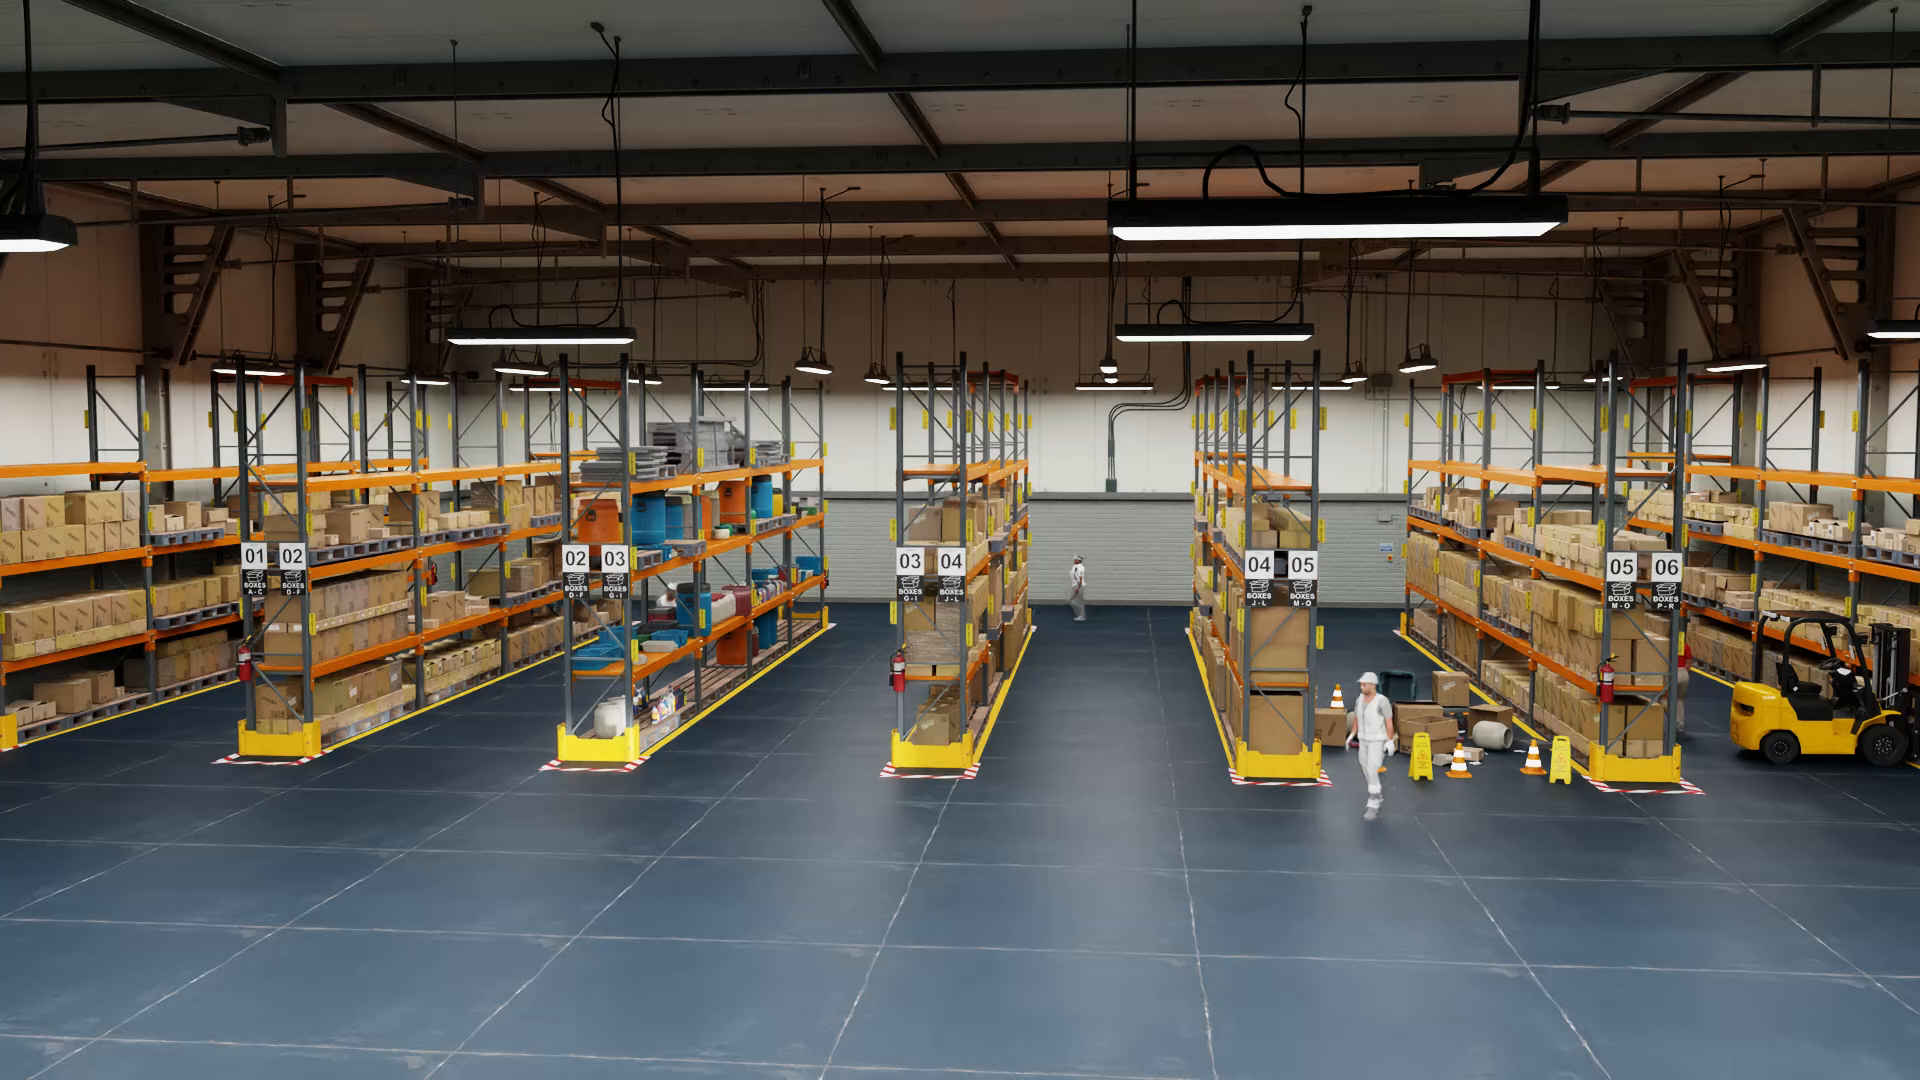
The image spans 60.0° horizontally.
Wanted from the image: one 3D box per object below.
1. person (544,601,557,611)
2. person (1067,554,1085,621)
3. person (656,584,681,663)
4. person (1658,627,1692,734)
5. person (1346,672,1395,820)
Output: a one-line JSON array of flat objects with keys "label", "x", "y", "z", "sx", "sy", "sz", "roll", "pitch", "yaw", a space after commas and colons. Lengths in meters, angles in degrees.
[{"label": "person", "x": -10.484, "y": 1.055, "z": 42.913, "sx": 0.477, "sy": 1.763, "sz": 0.606, "roll": 0, "pitch": 4, "yaw": 6}, {"label": "person", "x": 2.925, "y": 1.203, "z": 41.705, "sx": 0.437, "sy": 1.723, "sz": 0.474, "roll": -1, "pitch": 4, "yaw": -12}, {"label": "person", "x": -5.948, "y": 1.721, "z": 34.401, "sx": 0.674, "sy": 1.682, "sz": 0.647, "roll": 1, "pitch": 4, "yaw": 15}, {"label": "person", "x": 11.569, "y": 2.306, "z": 26.824, "sx": 0.610, "sy": 1.611, "sz": 0.609, "roll": -1, "pitch": 4, "yaw": -18}, {"label": "person", "x": 5.231, "y": 2.606, "z": 21.292, "sx": 0.623, "sy": 1.805, "sz": 0.628, "roll": -2, "pitch": 5, "yaw": -31}]
